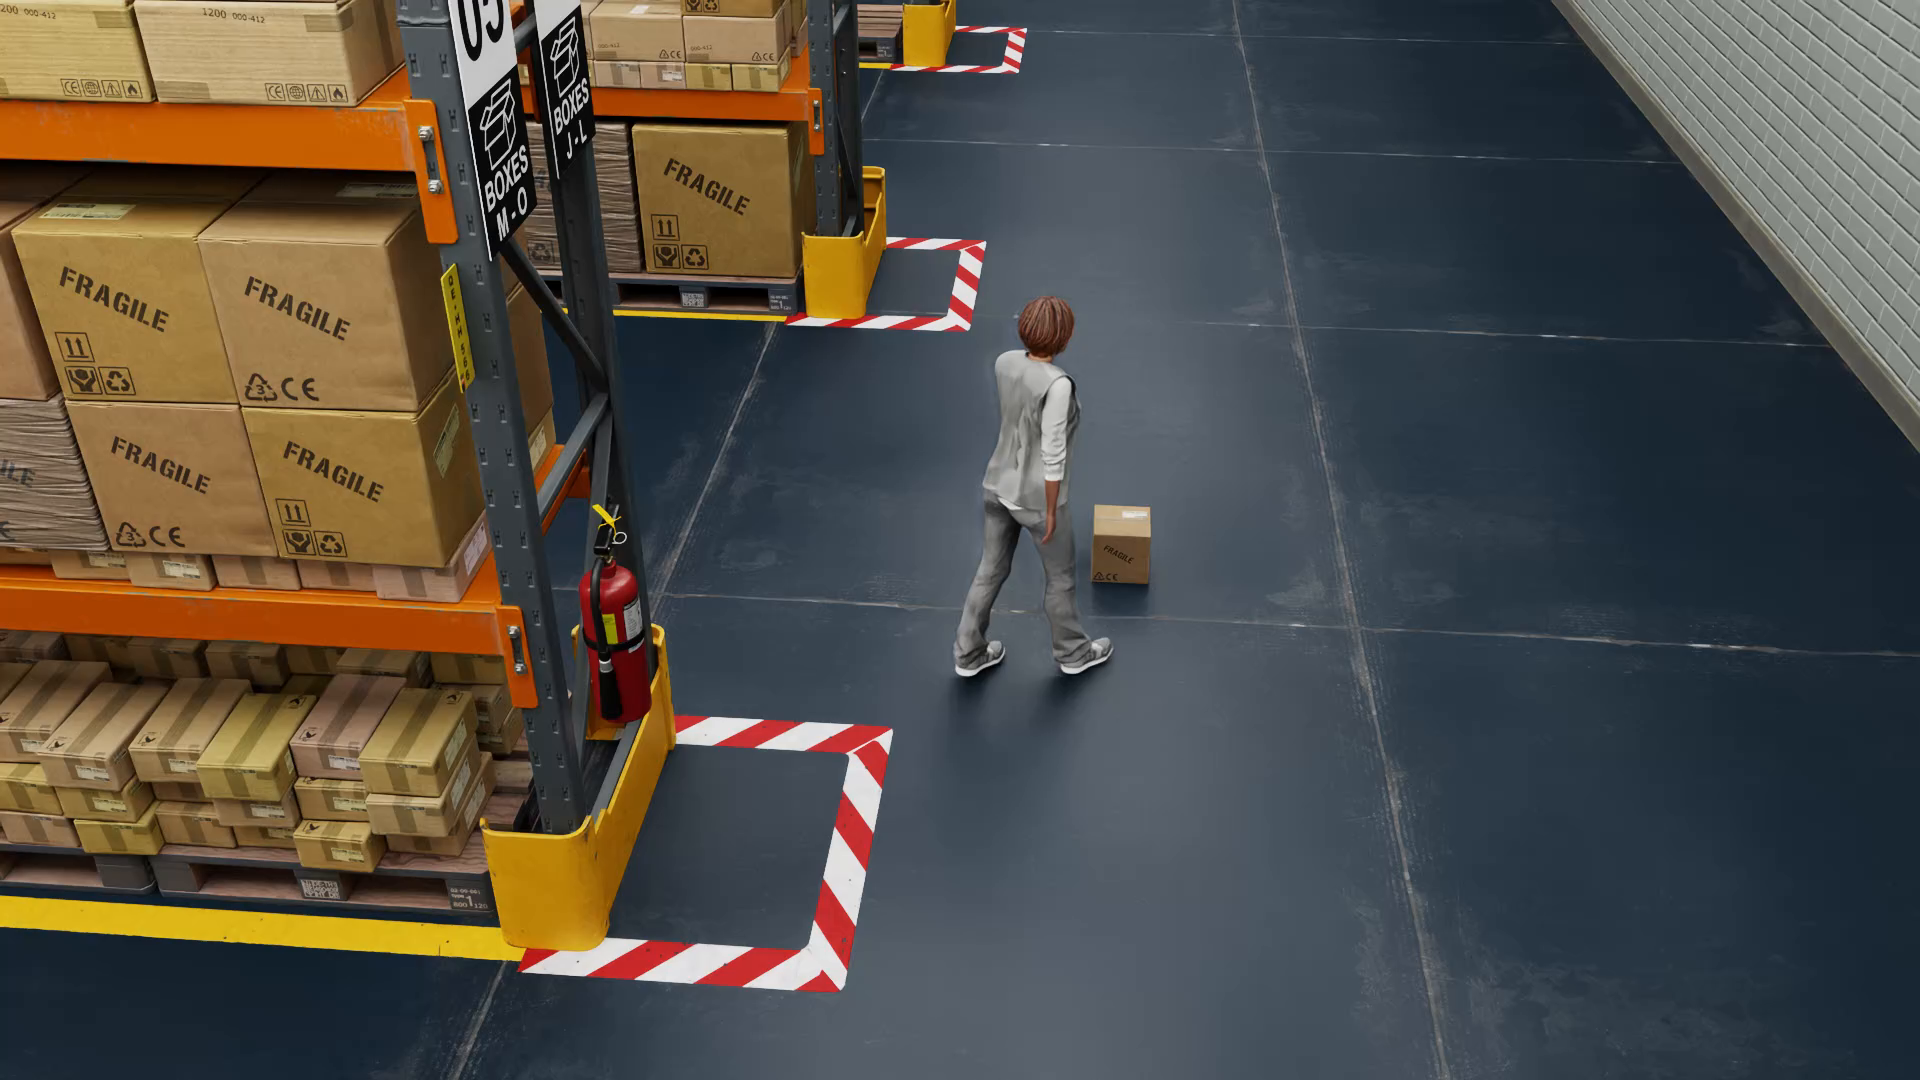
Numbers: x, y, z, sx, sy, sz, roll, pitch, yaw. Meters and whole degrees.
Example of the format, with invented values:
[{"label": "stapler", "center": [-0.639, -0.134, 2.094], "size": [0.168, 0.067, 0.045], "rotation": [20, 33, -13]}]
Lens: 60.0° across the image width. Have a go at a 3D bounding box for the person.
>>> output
[{"label": "person", "center": [0.268, -0.172, 6.406], "size": [0.645, 1.567, 0.458], "rotation": [-24, 39, -32]}]
